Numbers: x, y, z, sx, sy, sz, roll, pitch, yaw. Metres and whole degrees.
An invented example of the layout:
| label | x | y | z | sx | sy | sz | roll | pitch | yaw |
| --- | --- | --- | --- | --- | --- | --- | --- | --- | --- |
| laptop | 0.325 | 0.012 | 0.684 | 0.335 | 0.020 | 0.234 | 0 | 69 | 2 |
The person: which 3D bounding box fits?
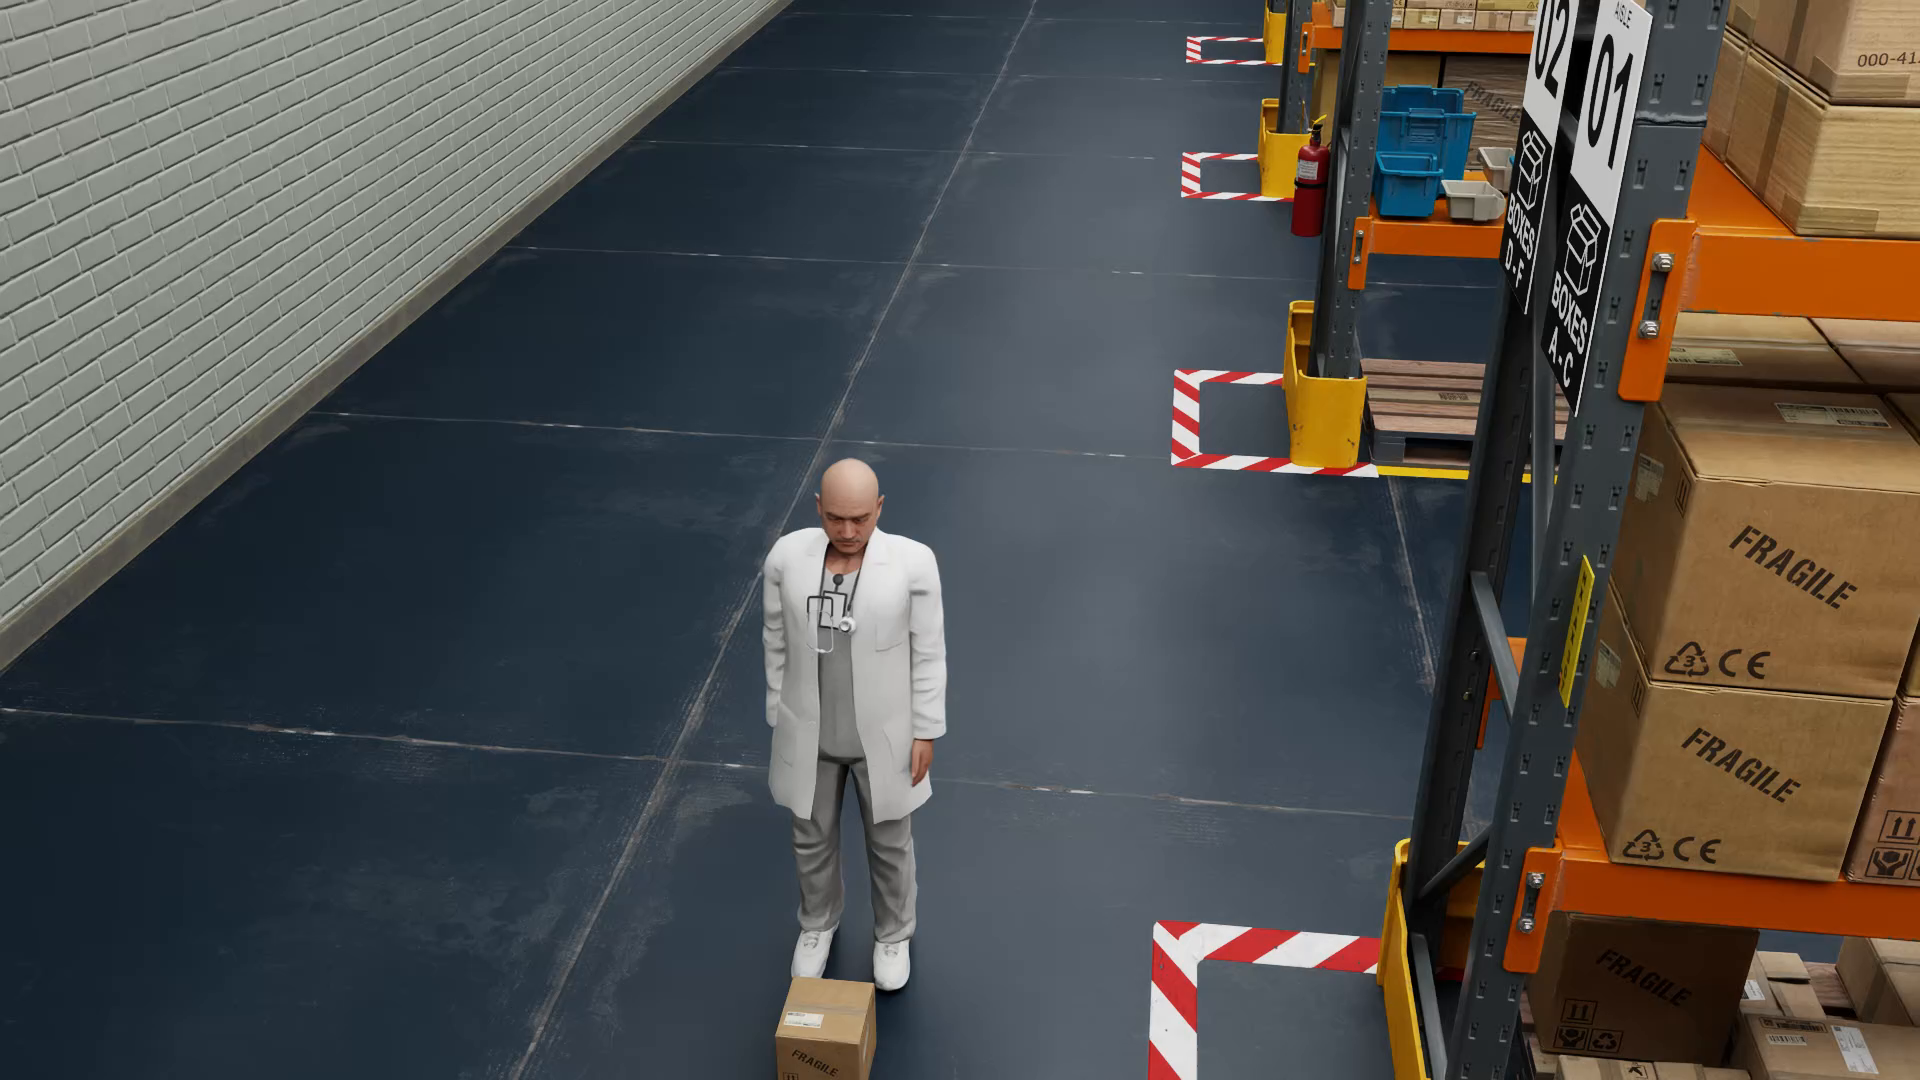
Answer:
| label | x | y | z | sx | sy | sz | roll | pitch | yaw |
| --- | --- | --- | --- | --- | --- | --- | --- | --- | --- |
| person | -0.320 | 0.581 | 5.051 | 0.562 | 1.775 | 0.377 | 4 | 28 | 7 |
